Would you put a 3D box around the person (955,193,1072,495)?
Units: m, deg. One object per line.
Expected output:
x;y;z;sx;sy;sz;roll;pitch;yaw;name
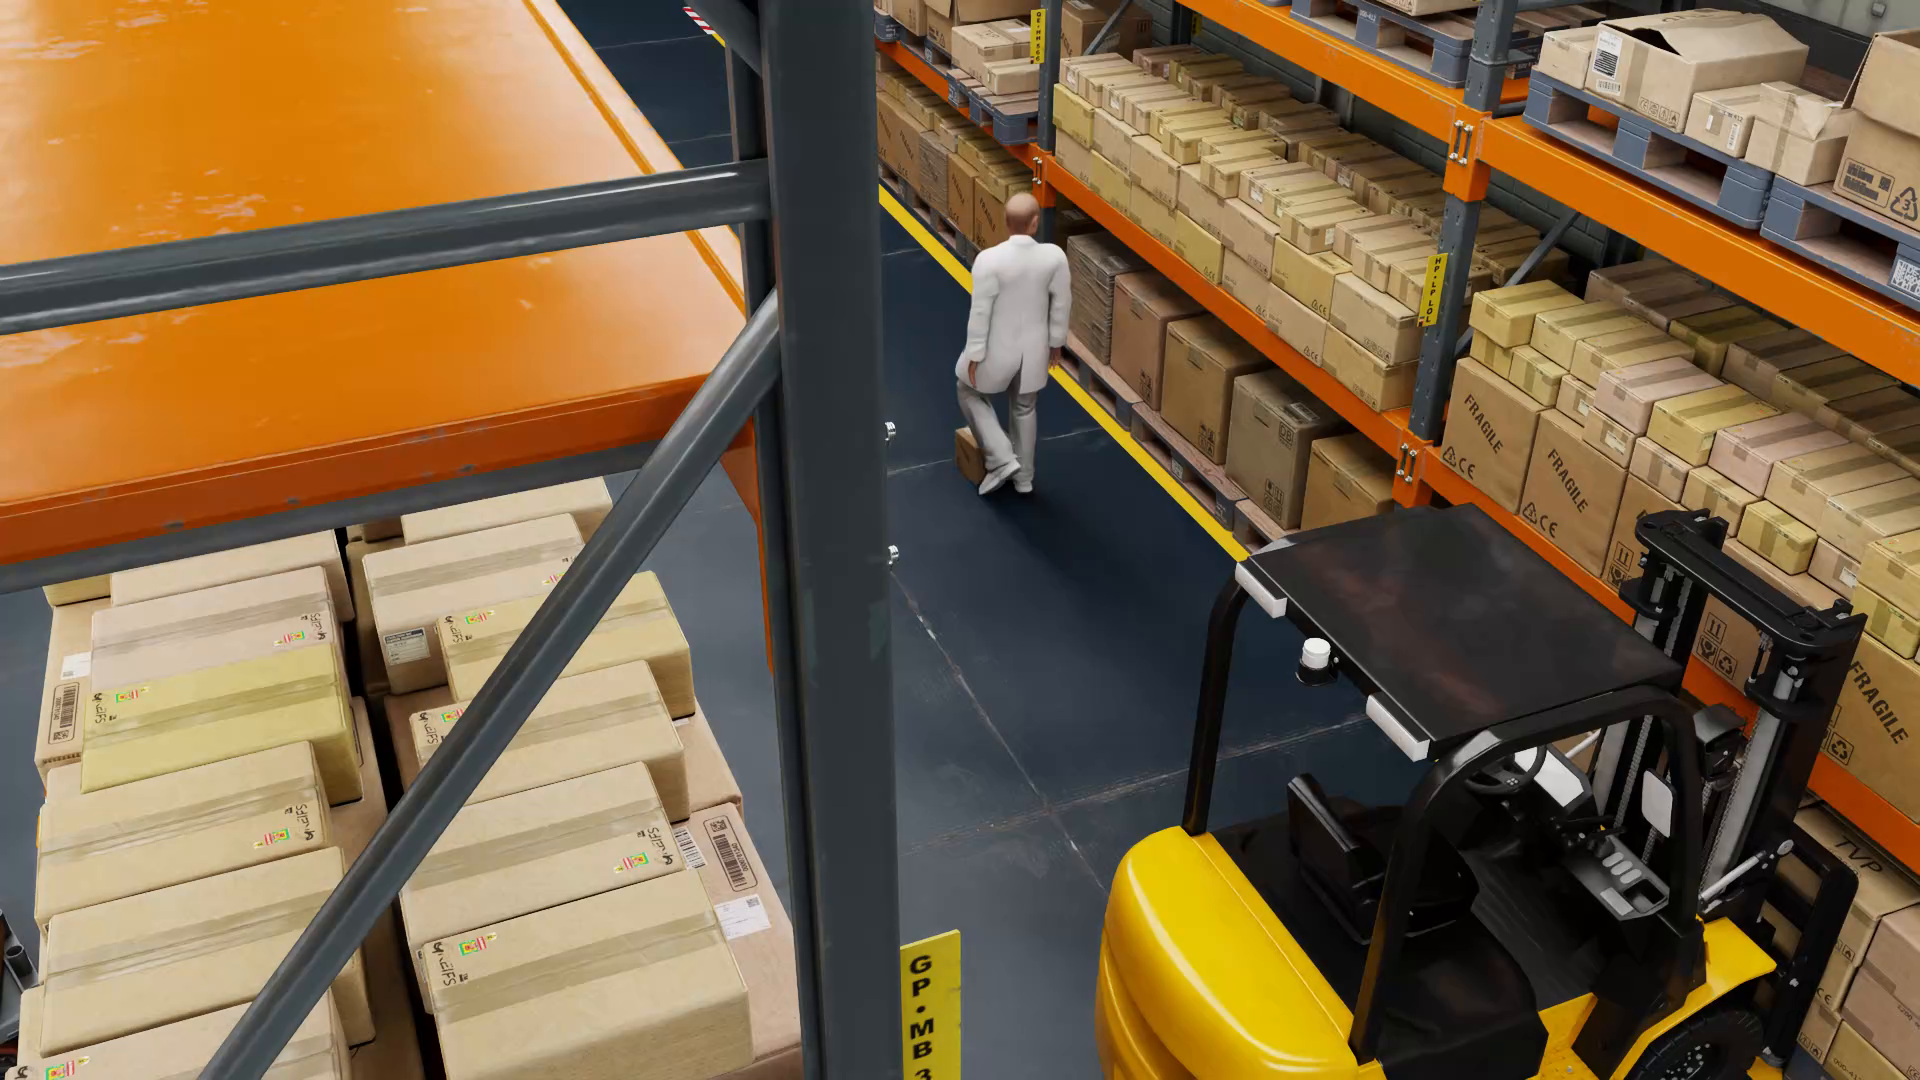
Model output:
0.282;-1.054;9.132;0.616;1.779;0.484;-11;35;-16;person
